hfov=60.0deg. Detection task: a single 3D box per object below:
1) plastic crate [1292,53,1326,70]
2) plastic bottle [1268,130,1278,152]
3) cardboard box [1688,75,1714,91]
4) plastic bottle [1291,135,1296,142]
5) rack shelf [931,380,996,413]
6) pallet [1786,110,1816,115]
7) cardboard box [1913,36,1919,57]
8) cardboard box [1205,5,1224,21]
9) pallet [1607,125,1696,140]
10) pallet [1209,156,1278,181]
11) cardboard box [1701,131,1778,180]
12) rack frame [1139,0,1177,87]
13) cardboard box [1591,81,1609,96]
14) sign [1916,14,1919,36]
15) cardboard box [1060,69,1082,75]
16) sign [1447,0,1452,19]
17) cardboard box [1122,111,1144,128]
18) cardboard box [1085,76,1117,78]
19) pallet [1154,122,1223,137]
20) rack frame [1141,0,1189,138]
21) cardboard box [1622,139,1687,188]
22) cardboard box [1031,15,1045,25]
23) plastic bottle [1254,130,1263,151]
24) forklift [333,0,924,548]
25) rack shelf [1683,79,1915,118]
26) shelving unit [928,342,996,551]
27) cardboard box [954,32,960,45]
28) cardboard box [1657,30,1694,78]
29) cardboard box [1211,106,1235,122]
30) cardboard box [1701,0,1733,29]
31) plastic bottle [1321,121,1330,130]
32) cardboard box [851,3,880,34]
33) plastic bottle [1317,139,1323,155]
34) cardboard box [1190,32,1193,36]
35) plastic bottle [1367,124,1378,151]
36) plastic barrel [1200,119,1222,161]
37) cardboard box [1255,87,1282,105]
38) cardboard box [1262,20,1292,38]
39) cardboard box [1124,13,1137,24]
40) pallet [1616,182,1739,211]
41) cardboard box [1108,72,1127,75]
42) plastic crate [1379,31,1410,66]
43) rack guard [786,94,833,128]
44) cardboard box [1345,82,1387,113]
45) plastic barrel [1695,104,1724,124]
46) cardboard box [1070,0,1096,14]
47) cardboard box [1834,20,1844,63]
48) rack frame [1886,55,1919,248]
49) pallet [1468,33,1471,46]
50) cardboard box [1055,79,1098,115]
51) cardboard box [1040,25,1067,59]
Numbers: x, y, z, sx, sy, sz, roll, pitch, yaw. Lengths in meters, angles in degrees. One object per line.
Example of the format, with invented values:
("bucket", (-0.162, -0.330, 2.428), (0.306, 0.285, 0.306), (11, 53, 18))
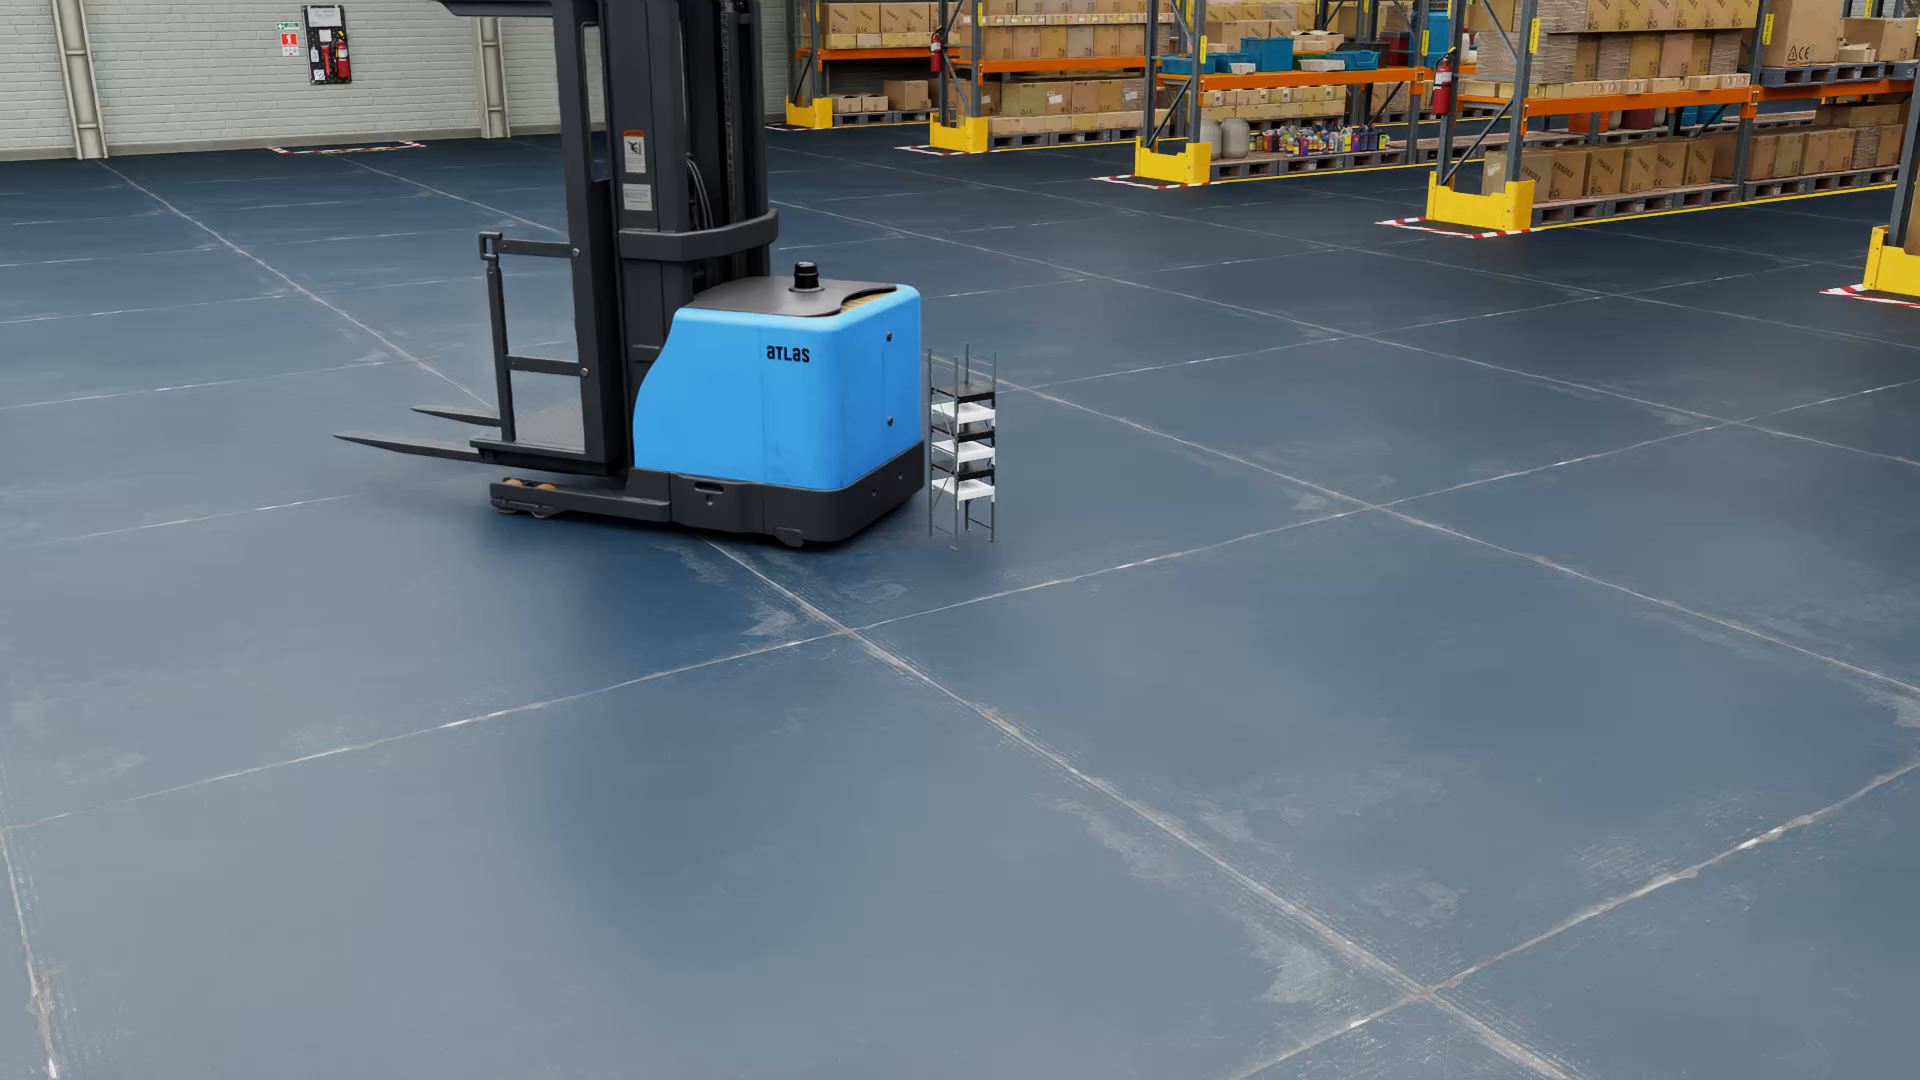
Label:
("plastic crate", (4.769, -6.541, 22.741), (0.662, 0.188, 0.450), (-12, 22, -31))
("plastic bottle", (4.294, -5.472, 22.801), (0.133, 0.283, 0.061), (-12, 22, -31))
("cardboard box", (8.160, -5.102, 18.544), (0.250, 0.149, 0.380), (-12, 22, -31))
("plastic bottle", (4.590, -5.491, 22.987), (0.097, 0.201, 0.097), (0, 19, 0))
("rack shelf", (0.007, -0.652, 7.529), (0.200, 0.077, 0.258), (-12, 22, -31))
("pallet", (15.370, -7.463, 29.490), (1.213, 0.211, 1.003), (-12, 22, -31))
("cardboard box", (12.398, -6.386, 21.793), (0.500, 0.500, 0.500), (-11, 22, -30))
("cardboard box", (4.939, -10.464, 33.362), (0.500, 0.500, 0.500), (-11, 22, -30))
("pallet", (11.052, -6.552, 26.797), (1.213, 0.211, 1.003), (-12, 22, -31))
("pallet", (3.436, -4.947, 22.049), (1.213, 0.211, 1.003), (-12, 22, -31))
("cardboard box", (9.306, -4.607, 19.905), (0.500, 0.500, 0.700), (-14, 23, -36))
("rack frame", (3.950, -10.160, 33.113), (0.127, 3.000, 1.000), (-12, 22, -31))
("cardboard box", (6.657, -4.814, 17.693), (0.250, 0.149, 0.380), (-12, 22, -31))
("sign", (7.798, -4.240, 13.424), (0.005, 0.325, 0.100), (-12, 22, -31))
("cardboard box", (2.013, -9.140, 32.142), (0.500, 0.250, 0.500), (-13, 22, -33))
("sign", (5.152, -5.626, 17.401), (0.005, 0.325, 0.100), (-12, 22, -31))
("cardboard box", (2.646, -6.802, 26.818), (0.500, 0.250, 0.500), (-12, 22, -31))
("cardboard box", (2.364, -7.294, 27.104), (0.500, 0.500, 0.500), (-12, 22, -31))
("pallet", (3.930, -6.950, 27.973), (1.213, 0.211, 1.003), (-12, 22, -31))
("rack frame", (3.337, -8.131, 27.112), (0.127, 3.000, 1.000), (-12, 22, -31))
("cardboard box", (7.951, -4.333, 19.124), (0.500, 0.500, 0.500), (-5, 19, -14))
("cardboard box", (1.082, -7.927, 25.340), (0.250, 0.149, 0.380), (-12, 22, -32))
("plastic bottle", (4.097, -5.489, 22.850), (0.133, 0.283, 0.061), (-11, 22, -30))
("forklift", (-1.746, -1.640, 8.019), (3.031, 2.935, 1.130), (7, 20, 21))
("rack shelf", (10.452, -5.492, 20.429), (4.000, 0.370, 1.077), (-12, 22, -31))
("shelving unit", (0.007, -0.428, 7.605), (0.210, 0.900, 0.258), (-12, 22, -31))
("cardboard box", (-0.041, -9.144, 30.310), (0.500, 0.250, 0.500), (-12, 22, -31))
("cardboard box", (7.573, -5.412, 18.450), (0.500, 0.500, 0.875), (-12, 22, -31))
("cardboard box", (4.237, -7.122, 27.764), (0.500, 0.250, 0.500), (-11, 22, -30))
("cardboard box", (8.140, -5.901, 18.334), (0.500, 0.500, 0.500), (-12, 22, -31))
("plastic bottle", (5.155, -5.728, 23.452), (0.185, 0.351, 0.144), (-11, 22, -30))
("cardboard box", (-1.749, -9.132, 29.106), (0.500, 0.500, 0.500), (-12, 22, -31))
("plastic bottle", (4.855, -5.315, 22.465), (0.097, 0.201, 0.097), (0, 19, 0))
("cardboard box", (4.567, -10.088, 33.263), (0.250, 0.149, 0.380), (-12, 22, -31))
("plastic bottle", (5.678, -5.568, 22.981), (0.185, 0.351, 0.144), (-13, 22, -33))
("plastic barrel", (3.225, -5.257, 21.841), (0.421, 0.512, 0.421), (0, 19, 0))
("cardboard box", (5.102, -7.570, 28.215), (0.500, 0.311, 0.500), (-11, 22, -30))
("cardboard box", (5.285, -8.583, 28.293), (0.500, 0.500, 0.500), (-13, 23, -34))
("cardboard box", (2.583, -8.244, 26.277), (0.250, 0.149, 0.380), (-12, 22, -32))
("pallet", (8.240, -4.032, 19.341), (1.213, 0.211, 1.003), (-12, 22, -31))
("cardboard box", (2.883, -8.984, 32.850), (0.500, 0.500, 0.700), (-12, 22, -31))
("plastic crate", (6.294, -7.003, 23.675), (0.583, 0.464, 0.402), (-12, 22, -31))
("rack guard", (-2.668, -7.580, 29.385), (0.348, 0.500, 1.175), (-12, 22, -31))
("cardboard box", (7.215, -7.863, 29.537), (0.500, 0.500, 0.500), (-11, 22, -29))
("plastic barrel", (12.275, -7.328, 27.358), (0.708, 0.901, 0.600), (-12, 22, -31))
("cardboard box", (1.712, -8.448, 25.867), (0.500, 0.500, 0.700), (-12, 22, -31))
("cardboard box", (10.179, -6.058, 20.164), (0.637, 0.503, 0.797), (-9, 21, -26))
("rack frame", (8.084, -3.431, 13.211), (0.127, 3.000, 1.000), (-12, 22, -31))
("pallet", (9.291, -9.337, 30.981), (1.213, 0.211, 1.003), (-12, 22, -31))
("cardboard box", (1.820, -6.976, 26.163), (0.500, 0.500, 0.500), (-12, 22, -31))
("cardboard box", (1.247, -7.732, 25.776), (0.500, 0.500, 0.700), (-12, 22, -31))
